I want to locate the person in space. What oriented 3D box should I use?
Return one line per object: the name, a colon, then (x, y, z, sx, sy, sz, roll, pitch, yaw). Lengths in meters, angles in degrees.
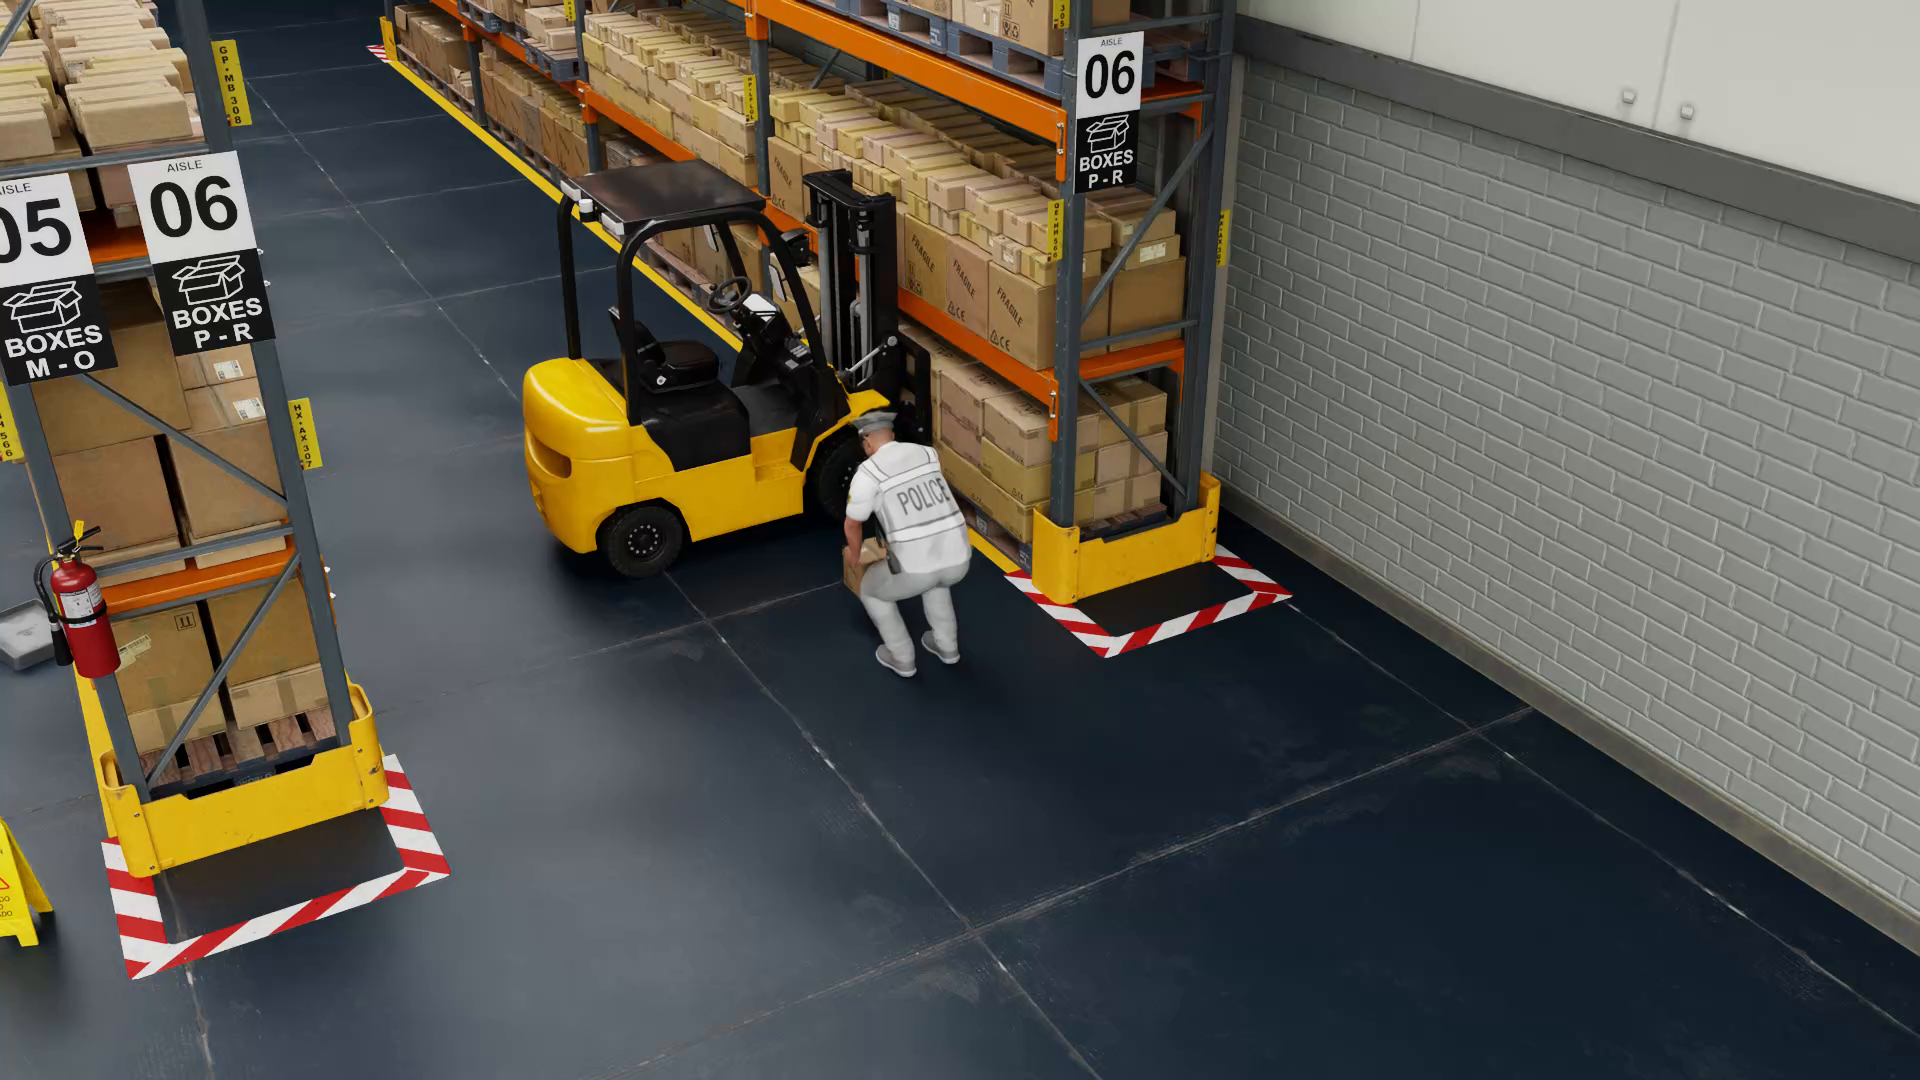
person: (-0.303, 0.031, 8.892, 0.590, 1.383, 0.824, -16, 33, -26)
